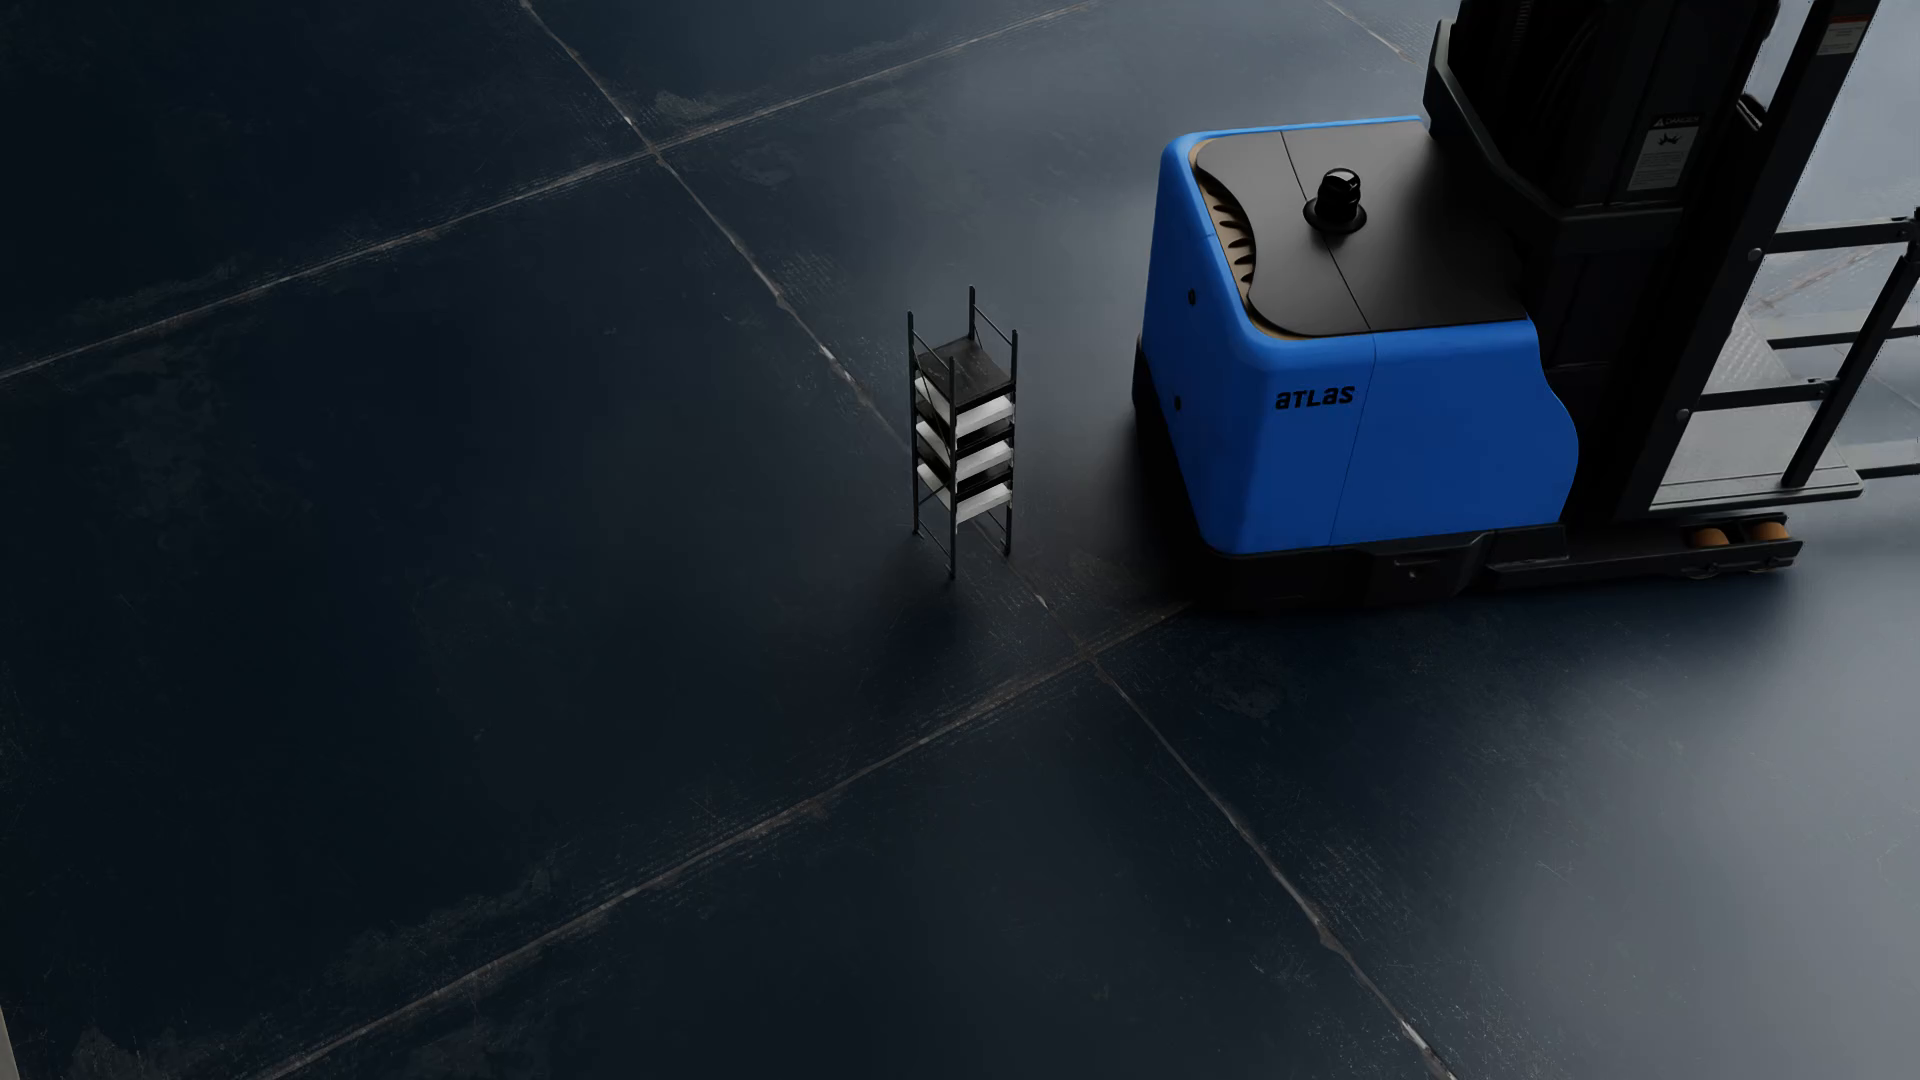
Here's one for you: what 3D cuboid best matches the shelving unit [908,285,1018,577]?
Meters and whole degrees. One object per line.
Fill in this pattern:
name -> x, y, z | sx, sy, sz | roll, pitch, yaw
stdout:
shelving unit -> 0.007, -0.303, 4.917 | 0.210, 0.900, 0.258 | -25, 53, -21

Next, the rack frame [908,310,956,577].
rack frame -> -0.079, -0.262, 4.881 | 0.006, 0.900, 0.240 | -25, 53, -21

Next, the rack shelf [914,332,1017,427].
rack shelf -> 0.007, -0.460, 4.740 | 0.200, 0.077, 0.258 | -25, 53, -21

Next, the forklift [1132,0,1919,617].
forklift -> 2.134, -1.242, 4.393 | 3.031, 2.935, 1.130 | -6, 49, -5

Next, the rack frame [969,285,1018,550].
rack frame -> 0.093, -0.343, 4.953 | 0.006, 0.900, 0.240 | -25, 53, -21

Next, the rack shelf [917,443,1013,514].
rack shelf -> 0.007, -0.220, 5.009 | 0.200, 0.077, 0.258 | -25, 53, -21

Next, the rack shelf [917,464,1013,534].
rack shelf -> 0.007, -0.161, 5.076 | 0.200, 0.077, 0.258 | -25, 53, -21

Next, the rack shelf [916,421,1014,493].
rack shelf -> 0.007, -0.280, 4.942 | 0.200, 0.077, 0.258 | -25, 53, -21

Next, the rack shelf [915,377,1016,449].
rack shelf -> 0.007, -0.400, 4.807 | 0.200, 0.077, 0.258 | -25, 53, -21

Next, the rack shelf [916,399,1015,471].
rack shelf -> 0.007, -0.340, 4.874 | 0.200, 0.077, 0.258 | -25, 53, -21
